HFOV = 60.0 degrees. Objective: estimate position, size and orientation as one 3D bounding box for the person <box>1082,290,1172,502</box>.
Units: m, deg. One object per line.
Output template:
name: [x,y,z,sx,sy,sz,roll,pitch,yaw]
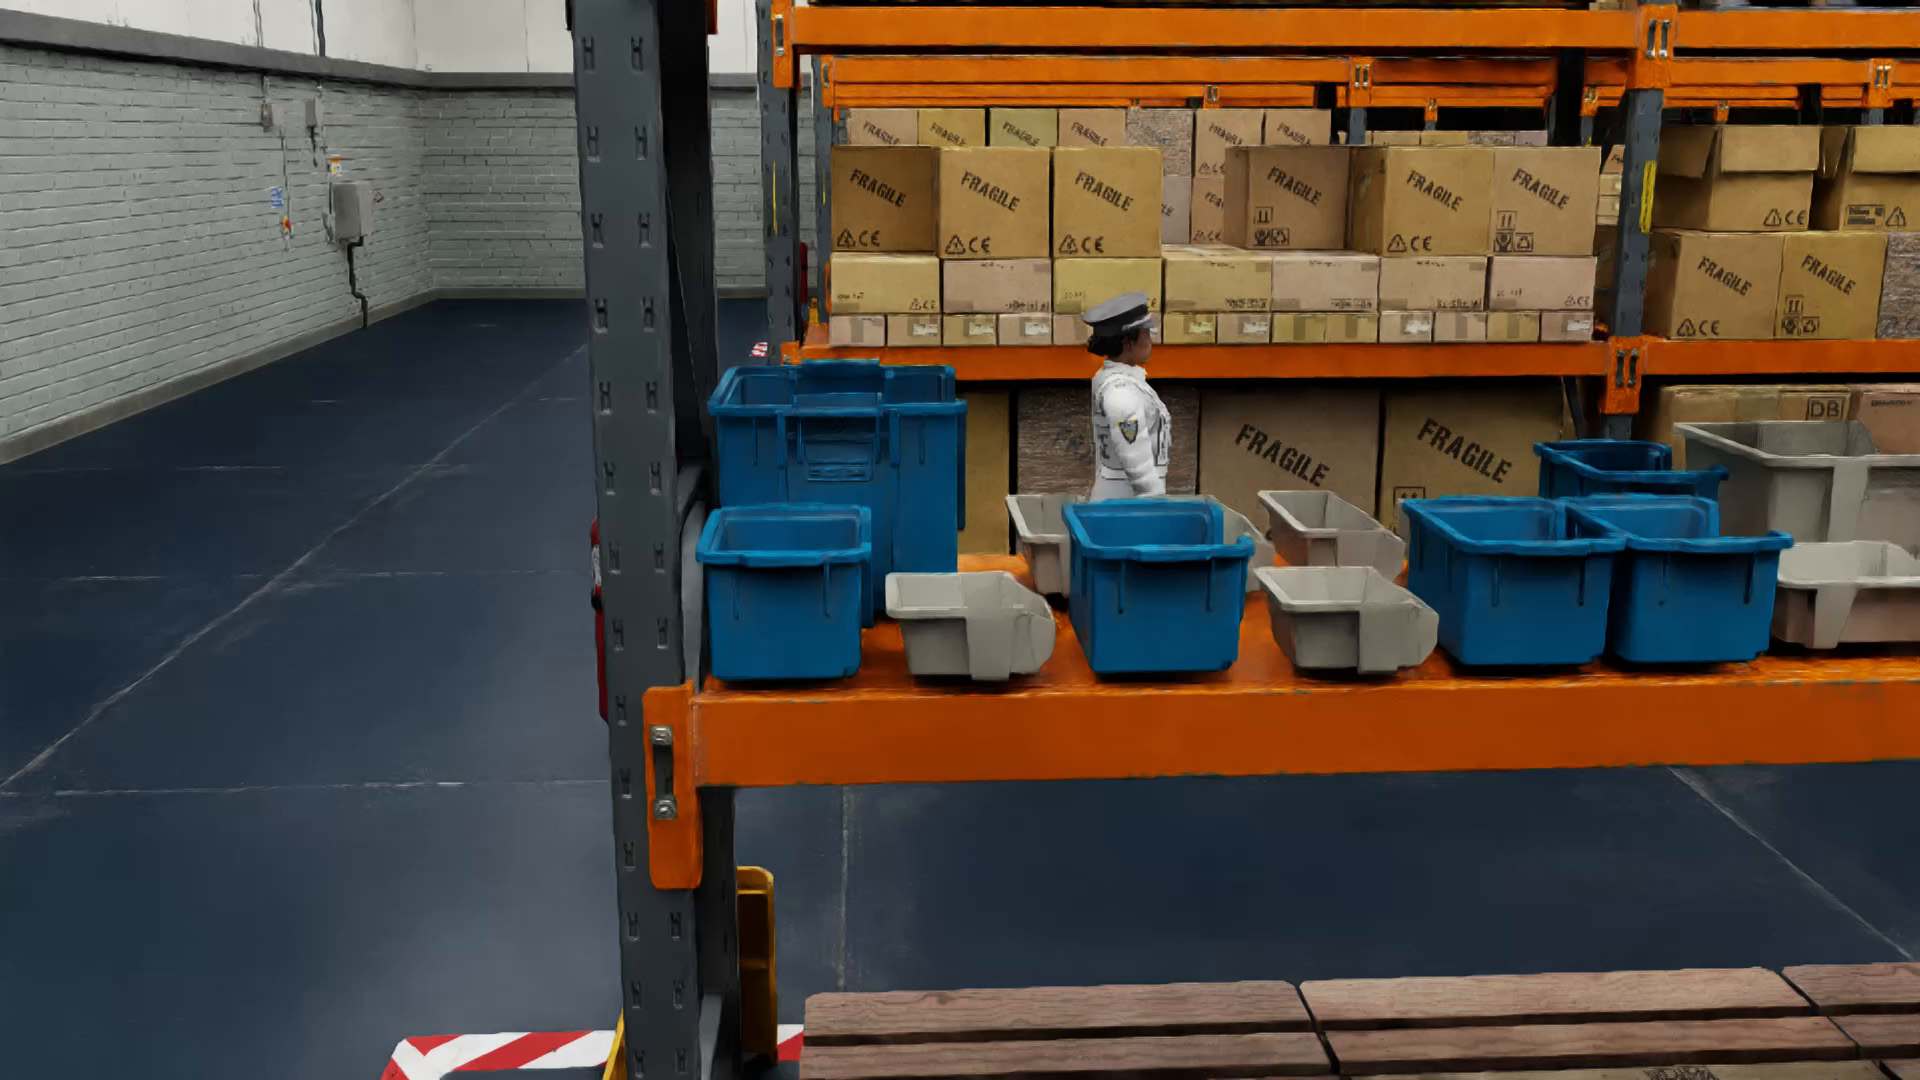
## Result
person: [0.662,-0.057,6.149,0.449,1.726,0.501,1,14,5]
